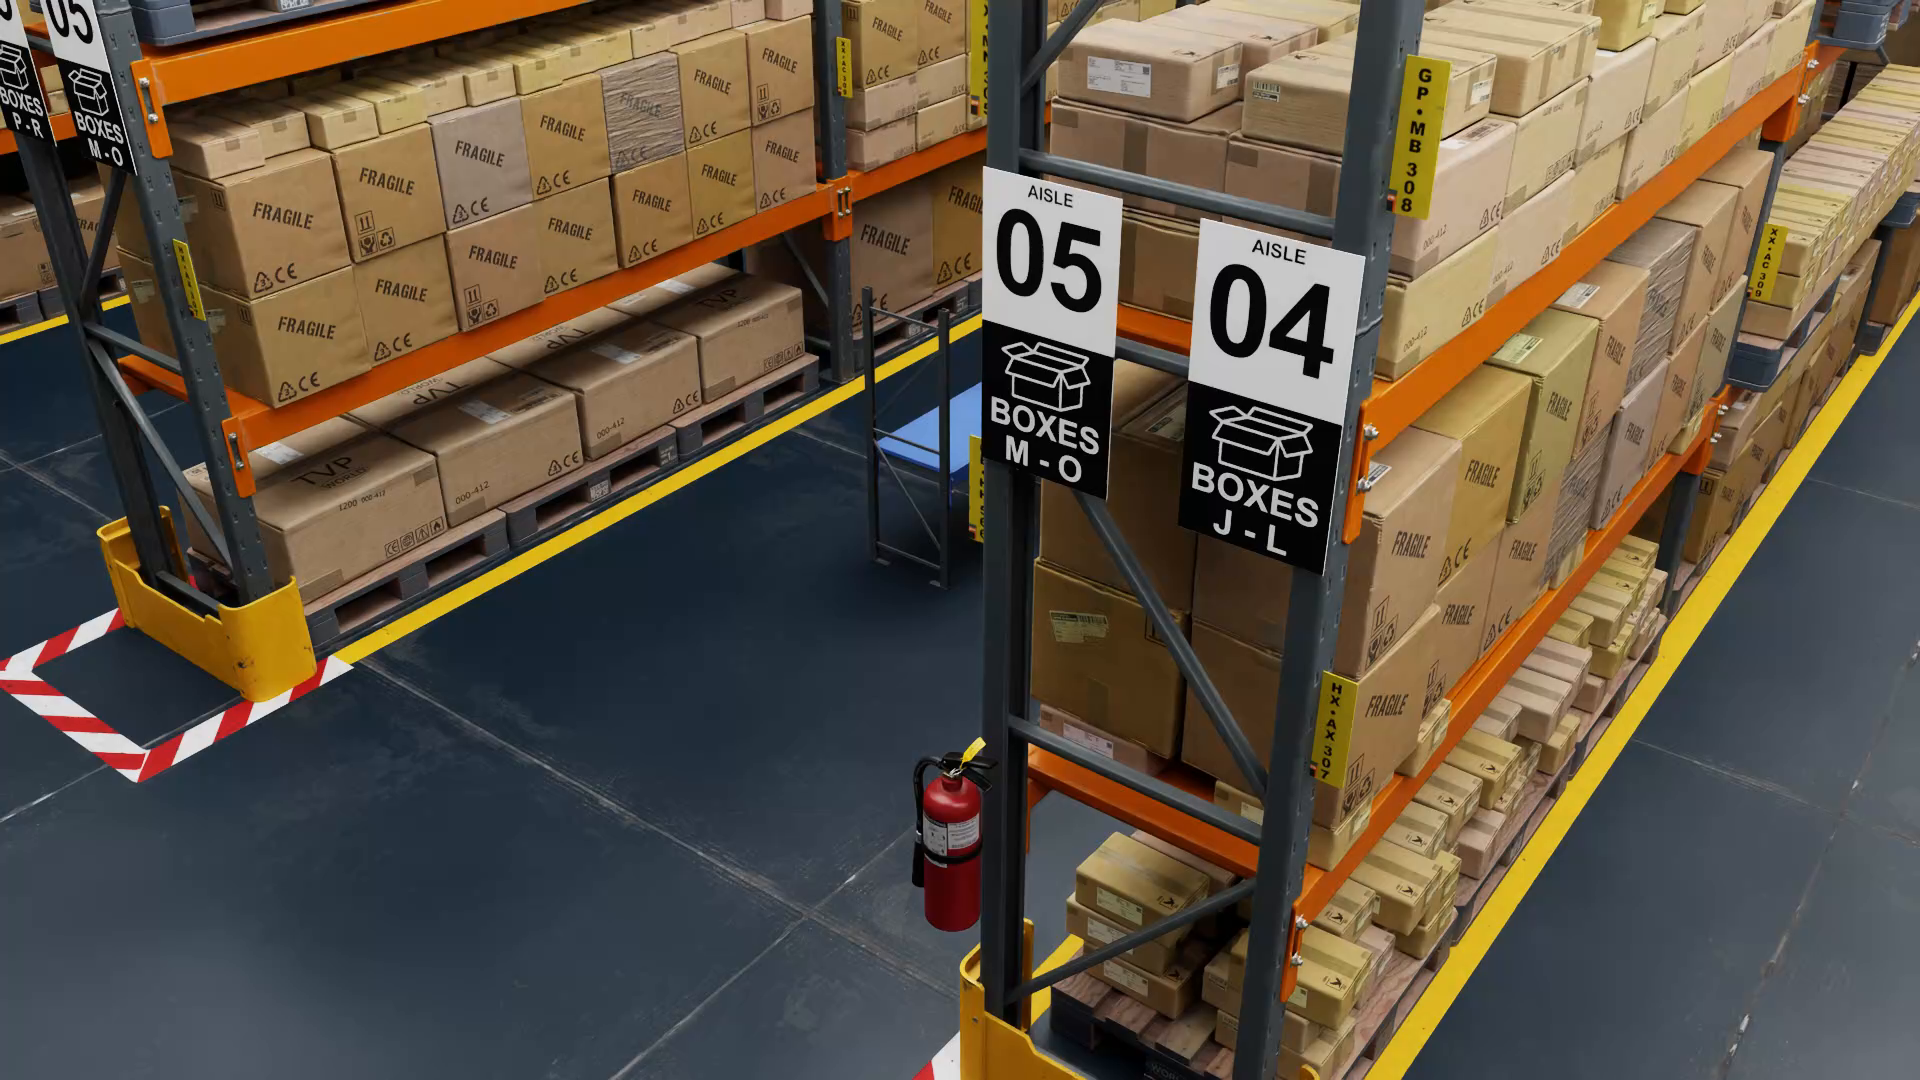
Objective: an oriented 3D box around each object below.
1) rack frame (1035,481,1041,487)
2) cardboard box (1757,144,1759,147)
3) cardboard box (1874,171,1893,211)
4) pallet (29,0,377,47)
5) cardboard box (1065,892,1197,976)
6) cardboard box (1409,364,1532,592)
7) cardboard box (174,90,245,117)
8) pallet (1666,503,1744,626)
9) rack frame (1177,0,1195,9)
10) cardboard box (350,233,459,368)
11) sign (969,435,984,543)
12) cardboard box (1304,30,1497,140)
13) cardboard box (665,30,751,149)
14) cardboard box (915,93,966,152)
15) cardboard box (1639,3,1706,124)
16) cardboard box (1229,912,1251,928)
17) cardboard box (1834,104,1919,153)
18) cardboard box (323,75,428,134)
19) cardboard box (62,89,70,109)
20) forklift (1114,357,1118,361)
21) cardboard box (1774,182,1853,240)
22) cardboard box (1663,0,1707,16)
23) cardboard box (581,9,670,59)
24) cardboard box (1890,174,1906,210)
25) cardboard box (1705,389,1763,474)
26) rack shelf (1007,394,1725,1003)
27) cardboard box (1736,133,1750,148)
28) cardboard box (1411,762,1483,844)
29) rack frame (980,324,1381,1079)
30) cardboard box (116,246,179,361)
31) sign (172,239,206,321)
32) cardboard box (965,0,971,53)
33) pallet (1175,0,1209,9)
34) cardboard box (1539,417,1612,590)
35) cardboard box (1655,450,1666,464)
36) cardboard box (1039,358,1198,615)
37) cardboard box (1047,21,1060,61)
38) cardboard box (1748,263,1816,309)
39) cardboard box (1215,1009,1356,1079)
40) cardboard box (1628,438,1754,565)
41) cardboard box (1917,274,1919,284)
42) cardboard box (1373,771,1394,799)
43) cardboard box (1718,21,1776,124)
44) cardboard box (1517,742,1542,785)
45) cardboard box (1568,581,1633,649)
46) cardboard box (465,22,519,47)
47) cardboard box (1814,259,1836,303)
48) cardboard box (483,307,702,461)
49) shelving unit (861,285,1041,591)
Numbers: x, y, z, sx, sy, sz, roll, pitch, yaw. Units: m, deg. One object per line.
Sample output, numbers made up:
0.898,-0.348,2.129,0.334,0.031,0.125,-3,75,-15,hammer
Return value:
0.358,-0.887,8.775,0.500,1.500,0.032,21,37,31,rack frame
4.098,-2.112,8.915,0.380,0.149,0.250,21,36,31,cardboard box
4.459,-1.800,8.388,0.380,0.149,0.250,20,36,30,cardboard box
-3.071,-2.358,6.932,1.003,0.211,1.213,21,37,31,pallet
0.588,1.297,5.712,0.380,0.149,0.250,20,36,30,cardboard box
1.279,-0.228,4.821,0.500,0.500,0.500,22,37,33,cardboard box
-3.319,-1.871,7.250,0.380,0.149,0.250,22,37,32,cardboard box
3.380,-0.062,8.647,1.003,0.211,1.213,21,37,31,pallet
1.319,-4.053,12.646,1.000,3.000,0.127,21,37,31,rack frame
-2.709,-1.165,7.675,0.500,0.500,0.500,21,36,31,cardboard box
0.067,-0.132,4.584,0.100,0.325,0.005,21,37,31,sign
1.042,-1.091,3.972,0.380,0.149,0.250,23,38,33,cardboard box
-1.473,-2.419,8.812,0.500,0.500,0.500,21,36,31,cardboard box
-0.309,-2.671,10.461,0.500,0.250,0.500,20,36,30,cardboard box
1.902,-1.478,5.017,0.500,0.250,0.500,20,36,30,cardboard box
0.951,1.232,6.113,0.380,0.149,0.250,21,37,31,cardboard box
4.776,-2.145,8.678,0.380,0.149,0.250,21,37,31,cardboard box
-2.581,-1.924,7.339,0.380,0.149,0.250,20,36,30,cardboard box
-5.992,-3.016,11.143,0.380,0.149,0.250,21,37,31,cardboard box
2.237,-2.508,10.107,1.130,2.935,3.031,25,39,35,forklift
3.836,-1.510,7.607,0.380,0.149,0.250,21,37,32,cardboard box
2.044,-1.703,5.005,0.380,0.149,0.250,20,36,30,cardboard box
-1.693,-2.563,8.417,0.380,0.149,0.250,21,36,31,cardboard box
4.774,-1.886,8.825,0.380,0.149,0.250,19,36,29,cardboard box
3.568,-0.591,8.110,0.500,0.250,0.500,19,36,29,cardboard box
1.704,0.178,6.213,1.077,0.370,4.000,21,37,31,rack shelf
3.786,-2.026,8.477,0.380,0.149,0.250,19,36,29,cardboard box
1.668,0.915,6.065,0.380,0.149,0.250,23,37,33,cardboard box
0.497,0.681,4.658,1.000,3.000,0.127,21,37,31,rack frame
-3.430,-1.122,7.602,0.500,0.500,0.500,21,37,32,cardboard box
-3.071,-1.034,6.626,0.100,0.325,0.005,21,37,31,sign
-0.011,-3.409,10.481,0.500,0.500,0.500,20,36,30,cardboard box
1.664,-4.293,13.239,1.213,0.211,1.003,21,37,31,pallet
1.900,-0.217,5.784,0.500,0.500,0.500,20,36,30,cardboard box
2.648,-0.420,6.763,0.380,0.149,0.250,23,37,33,cardboard box
0.575,-0.182,4.745,0.500,0.500,0.500,20,36,30,cardboard box
0.316,-3.293,11.021,0.500,0.250,0.500,20,36,30,cardboard box
3.516,-1.164,7.314,0.380,0.149,0.250,22,37,32,cardboard box
1.069,1.613,5.471,0.380,0.149,0.250,22,37,32,cardboard box
3.569,-0.269,8.301,0.500,0.500,0.500,23,37,33,cardboard box
6.291,-2.359,11.584,1.050,0.750,0.750,22,37,32,cardboard box
1.075,0.642,4.970,0.380,0.149,0.250,23,37,33,cardboard box
2.520,-1.688,5.862,0.500,0.250,0.500,21,37,31,cardboard box
2.111,0.872,6.722,0.380,0.149,0.250,22,37,32,cardboard box
2.637,0.289,7.120,0.380,0.149,0.250,21,36,31,cardboard box
-2.428,-2.517,8.341,0.380,0.149,0.250,21,37,31,cardboard box
3.833,-1.251,7.753,0.380,0.149,0.250,21,37,32,cardboard box
-2.100,-0.919,9.460,0.875,0.438,0.875,20,36,30,cardboard box
0.051,-0.680,8.426,0.538,1.500,1.048,21,37,31,shelving unit
